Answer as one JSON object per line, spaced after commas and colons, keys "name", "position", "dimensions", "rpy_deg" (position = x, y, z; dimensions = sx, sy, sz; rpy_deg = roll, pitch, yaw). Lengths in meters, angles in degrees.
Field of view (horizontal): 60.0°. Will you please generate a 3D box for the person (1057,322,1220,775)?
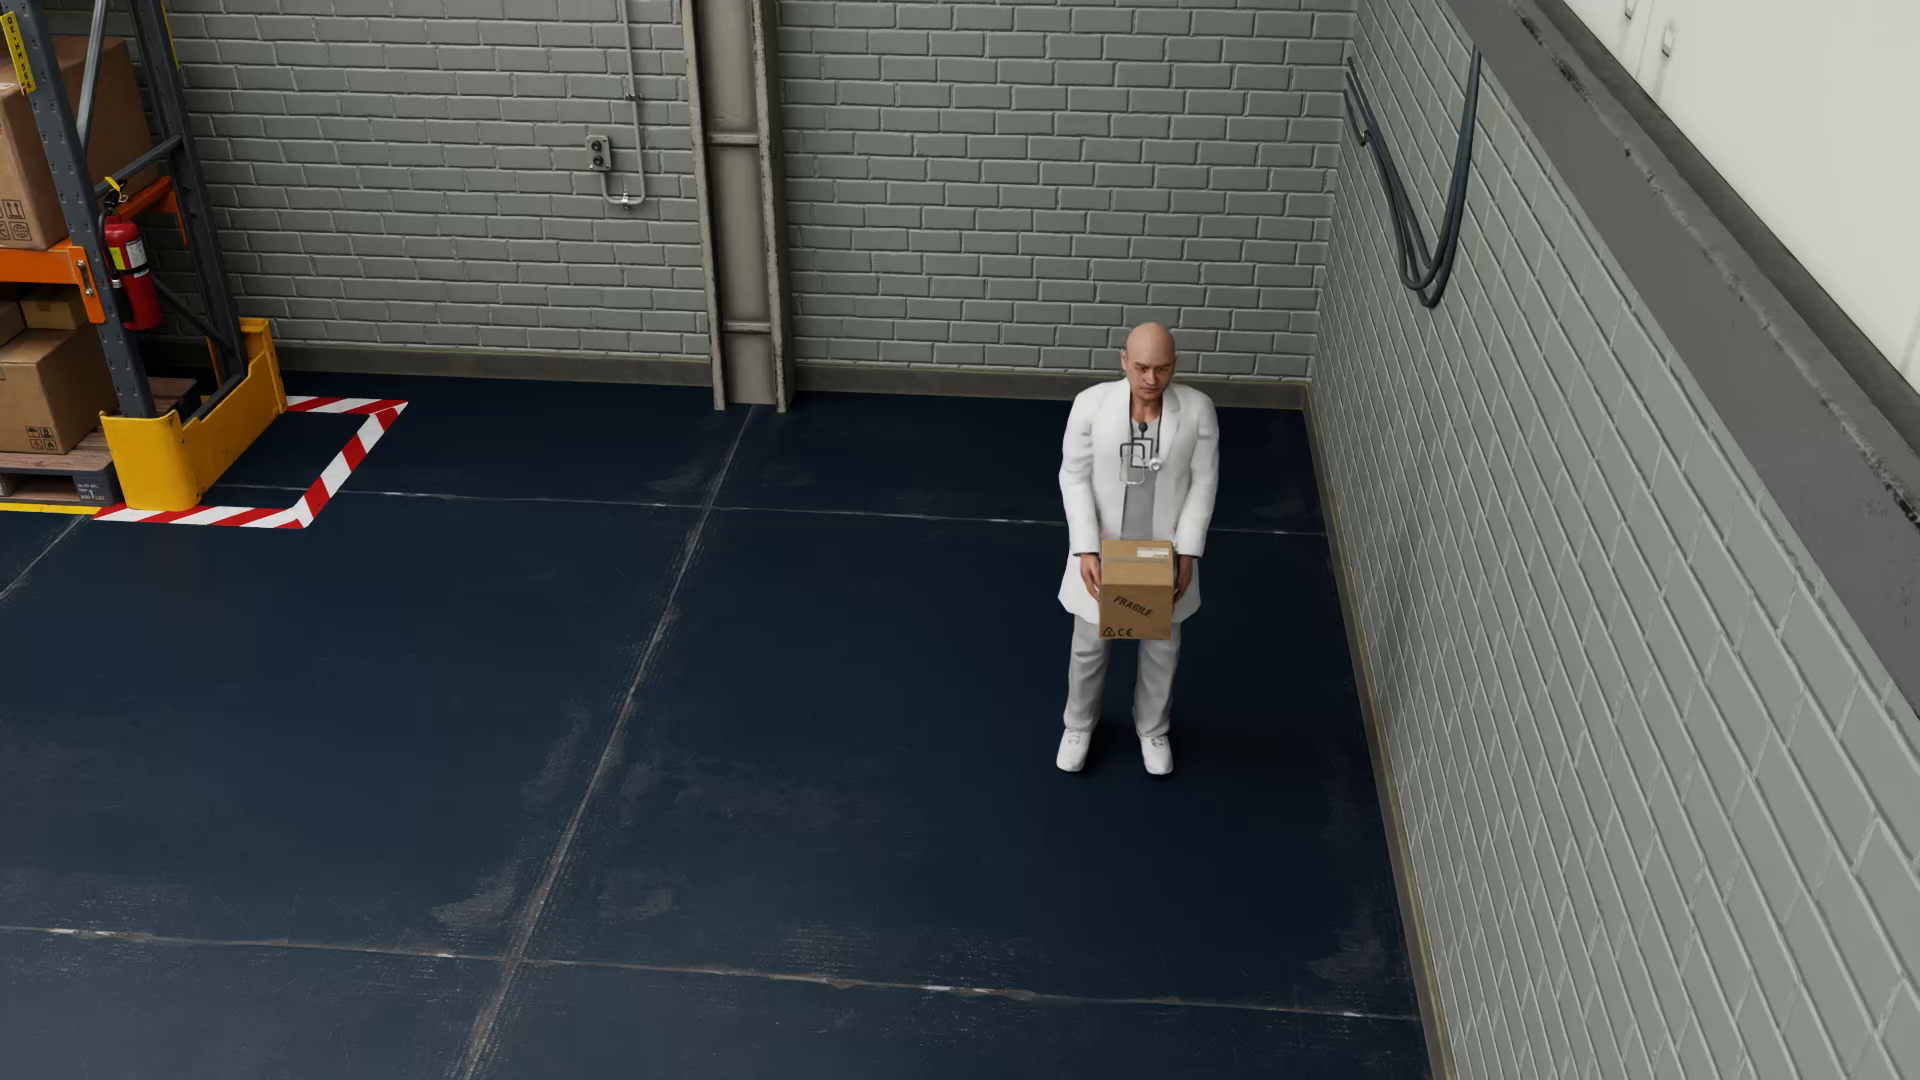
{"name": "person", "position": [0.633, 0.069, 6.030], "dimensions": [0.572, 1.782, 0.479], "rpy_deg": [2, 32, 3]}
